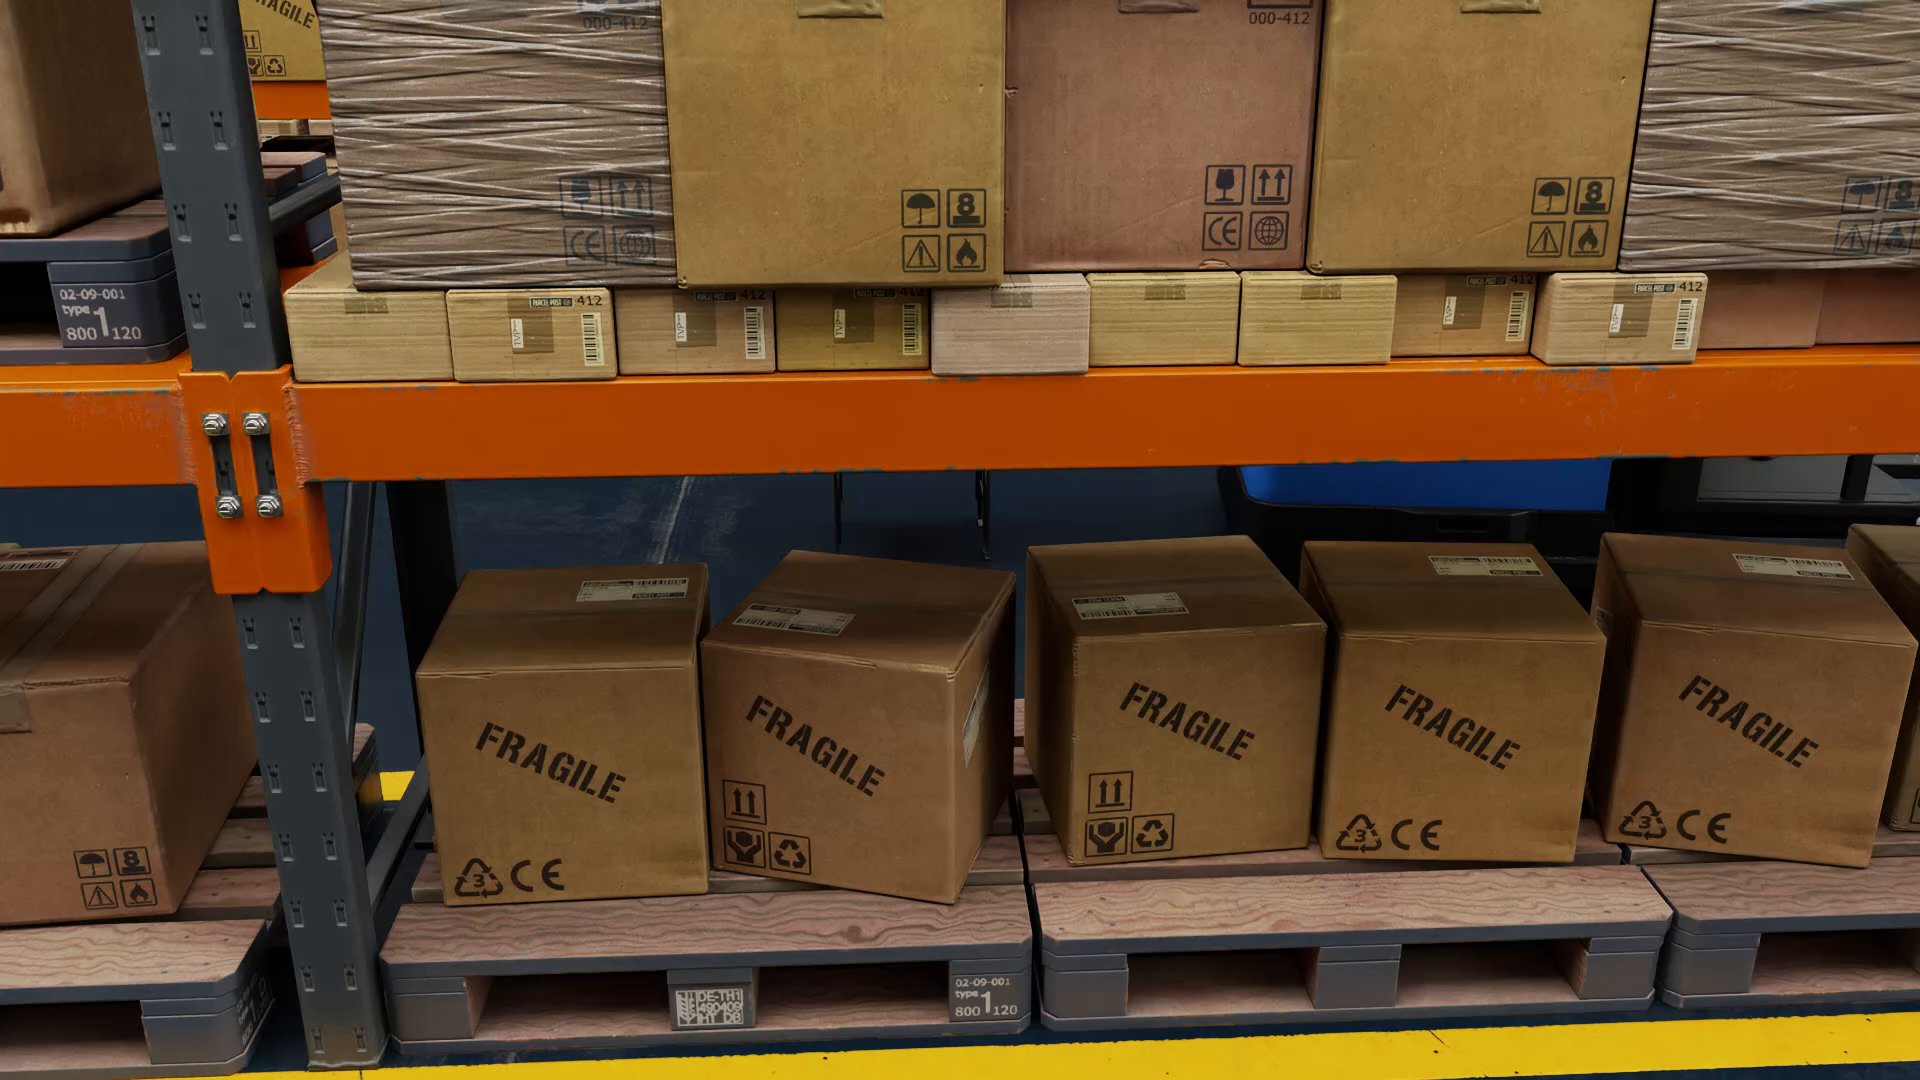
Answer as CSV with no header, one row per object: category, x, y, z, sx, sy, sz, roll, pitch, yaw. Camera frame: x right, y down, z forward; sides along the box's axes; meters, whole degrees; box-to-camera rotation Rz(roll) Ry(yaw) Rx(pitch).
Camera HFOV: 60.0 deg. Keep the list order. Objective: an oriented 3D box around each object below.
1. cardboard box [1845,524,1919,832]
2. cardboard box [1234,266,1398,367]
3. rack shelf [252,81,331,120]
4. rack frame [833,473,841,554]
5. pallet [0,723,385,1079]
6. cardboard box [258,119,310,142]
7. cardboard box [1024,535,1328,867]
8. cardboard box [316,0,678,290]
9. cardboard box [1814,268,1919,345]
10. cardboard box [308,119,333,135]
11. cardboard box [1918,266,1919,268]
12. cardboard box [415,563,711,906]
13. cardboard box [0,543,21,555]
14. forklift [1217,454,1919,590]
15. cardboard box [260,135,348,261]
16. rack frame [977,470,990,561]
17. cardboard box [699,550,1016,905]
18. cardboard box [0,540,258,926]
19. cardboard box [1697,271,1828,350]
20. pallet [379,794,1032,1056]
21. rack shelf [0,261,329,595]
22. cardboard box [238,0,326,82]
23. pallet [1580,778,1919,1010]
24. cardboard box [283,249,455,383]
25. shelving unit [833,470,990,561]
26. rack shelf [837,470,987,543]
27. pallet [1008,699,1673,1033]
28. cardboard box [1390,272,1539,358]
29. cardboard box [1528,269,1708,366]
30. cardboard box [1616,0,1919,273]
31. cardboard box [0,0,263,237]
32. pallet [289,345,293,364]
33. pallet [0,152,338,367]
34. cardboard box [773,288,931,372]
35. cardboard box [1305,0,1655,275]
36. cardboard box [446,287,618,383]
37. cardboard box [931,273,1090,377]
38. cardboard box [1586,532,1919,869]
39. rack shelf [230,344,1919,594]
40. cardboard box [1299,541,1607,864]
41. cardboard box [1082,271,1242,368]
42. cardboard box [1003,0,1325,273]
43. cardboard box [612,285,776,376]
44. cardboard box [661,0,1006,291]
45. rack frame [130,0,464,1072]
cardboard box,2.208,0.294,3.555,0.500,0.500,0.500,3,21,7
cardboard box,0.567,-0.419,2.858,0.250,0.149,0.380,-1,21,-3
rack shelf,-3.340,-1.990,7.644,4.000,0.370,1.077,-1,21,-3
rack frame,-0.409,-0.973,5.226,0.015,2.100,0.400,-1,21,-3
pallet,-1.938,0.716,3.443,1.213,0.211,1.003,-1,21,-3
cardboard box,-5.156,-3.018,12.436,0.625,0.372,0.950,-3,21,-7
cardboard box,0.427,0.320,3.488,0.500,0.500,0.500,-3,21,-8
cardboard box,-0.708,-0.776,2.885,0.500,0.500,0.875,-1,21,-3
cardboard box,1.561,-0.470,2.992,0.250,0.149,0.380,-1,21,-3
cardboard box,-4.420,-3.036,12.483,0.625,0.372,0.950,-2,21,-4
cardboard box,1.789,-0.816,2.990,0.500,0.500,0.875,-1,21,-3
cardboard box,-0.760,0.375,3.344,0.500,0.500,0.500,-2,21,-5
cardboard box,-2.253,0.367,3.335,0.500,0.500,0.700,-1,21,-3
forklift,2.412,-1.338,5.015,3.031,2.935,1.130,1,21,3
cardboard box,-2.921,-1.449,7.783,0.750,0.750,1.050,-1,21,-3
rack frame,0.078,-0.983,5.252,0.015,2.100,0.400,-1,21,-3
cardboard box,-0.188,0.361,3.381,0.500,0.500,0.500,5,22,14
cardboard box,-1.775,0.364,3.343,0.500,0.500,0.700,-3,21,-7
cardboard box,1.312,-0.457,2.958,0.250,0.149,0.380,-1,21,-3
pallet,-0.493,0.674,3.555,1.213,0.211,1.003,-1,21,-3
rack shelf,-3.158,-0.226,3.011,4.000,0.370,1.077,-1,21,-3
cardboard box,-2.858,-2.288,7.274,0.500,0.500,0.500,-1,21,-2
pallet,1.943,0.624,3.685,1.213,0.211,1.003,-1,21,-3
cardboard box,-0.929,-0.383,2.765,0.250,0.149,0.380,-1,21,-3
shelving unit,-0.165,-0.978,5.239,0.503,2.100,0.431,-1,21,-3
rack shelf,-0.165,-0.311,5.492,0.480,0.518,0.431,-1,21,-3
pallet,0.728,0.648,3.622,1.213,0.211,1.003,-1,21,-3
cardboard box,0.814,-0.440,2.913,0.250,0.149,0.380,-1,21,-3
cardboard box,1.068,-0.420,2.862,0.250,0.149,0.380,-1,21,-3
cardboard box,1.288,-0.821,3.004,0.500,0.500,0.875,-1,21,-3
cardboard box,-1.962,-1.113,2.896,1.000,1.000,1.000,-1,21,-3
pallet,-3.330,-0.996,7.940,1.213,0.211,1.003,-1,21,-3
pallet,-1.933,-0.550,3.119,1.213,0.211,1.003,-1,21,-3
cardboard box,-0.182,-0.407,2.828,0.250,0.149,0.380,-1,21,-3
cardboard box,0.788,-0.815,2.988,0.500,0.500,0.875,-1,21,-3
cardboard box,-0.679,-0.384,2.766,0.250,0.149,0.380,-1,21,-3
cardboard box,0.070,-0.398,2.803,0.250,0.149,0.380,-1,21,-3
cardboard box,1.613,0.319,3.491,0.500,0.500,0.500,4,21,11
rack shelf,0.836,-0.308,3.224,4.000,0.370,1.077,-1,21,-3
cardboard box,0.987,0.325,3.476,0.500,0.500,0.500,1,21,2
cardboard box,0.317,-0.417,2.855,0.250,0.149,0.380,-1,21,-3
cardboard box,0.286,-0.820,3.000,0.500,0.500,0.875,-1,21,-3
cardboard box,-0.431,-0.399,2.805,0.250,0.149,0.380,-1,21,-3
cardboard box,-0.207,-0.774,2.879,0.500,0.500,0.875,-1,21,-3
rack frame,-1.161,-0.603,2.990,0.127,3.000,1.000,-1,21,-3
